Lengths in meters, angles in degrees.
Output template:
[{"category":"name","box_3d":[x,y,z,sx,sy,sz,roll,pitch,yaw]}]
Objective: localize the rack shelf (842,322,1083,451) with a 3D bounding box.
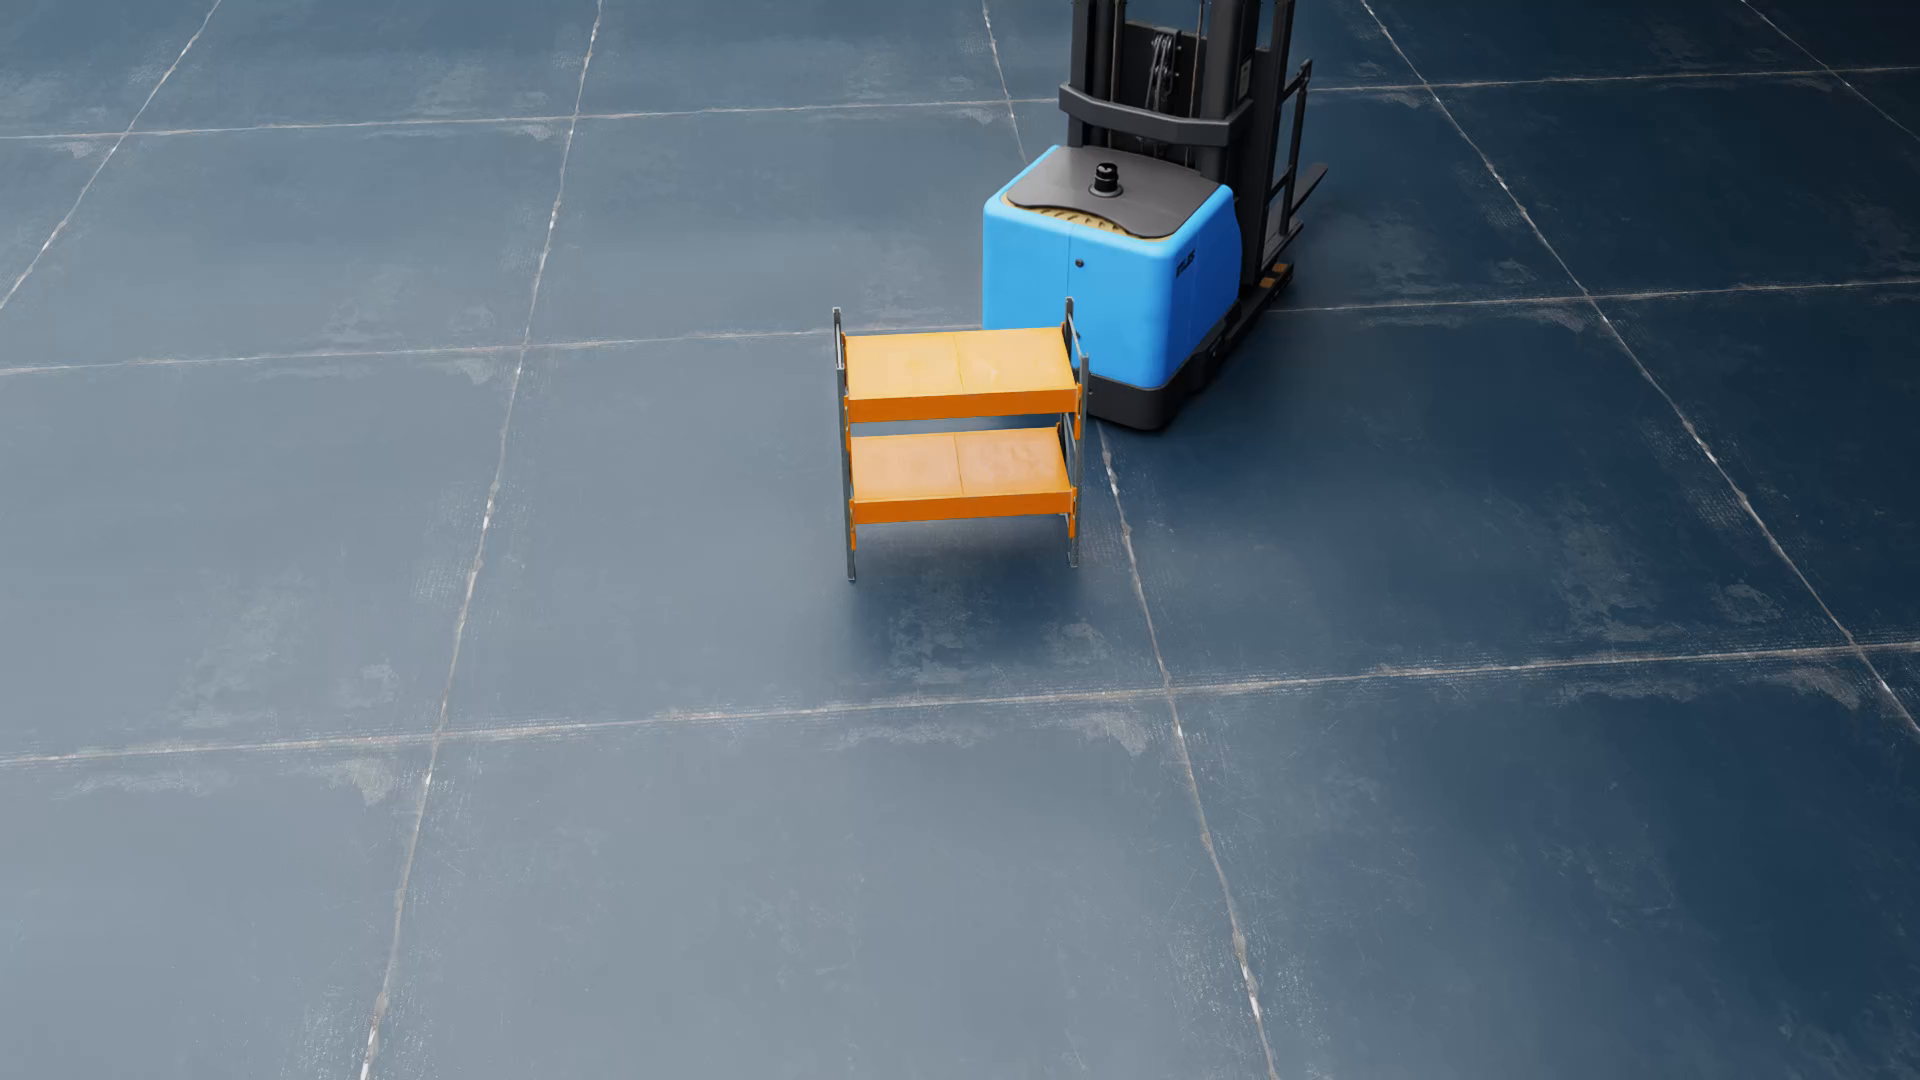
[{"category":"rack shelf","box_3d":[-0.007,-0.671,7.220,1.000,0.278,0.538,-3,38,-4]}]

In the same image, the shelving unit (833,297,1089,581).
[{"category":"shelving unit","box_3d":[-0.007,-0.441,7.401,1.048,1.125,0.538,-3,38,-4]}]

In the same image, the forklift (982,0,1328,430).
[{"category":"forklift","box_3d":[1.260,-2.599,8.677,1.130,2.935,3.031,19,42,23]}]

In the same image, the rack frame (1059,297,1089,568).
[{"category":"rack frame","box_3d":[0.500,-0.469,7.436,0.032,1.125,0.500,-3,38,-4]}]

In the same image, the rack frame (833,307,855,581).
[{"category":"rack frame","box_3d":[-0.513,-0.413,7.366,0.032,1.125,0.500,-3,38,-4]}]

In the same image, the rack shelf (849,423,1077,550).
[{"category":"rack shelf","box_3d":[-0.007,-0.249,7.553,1.000,0.278,0.538,-3,38,-4]}]
